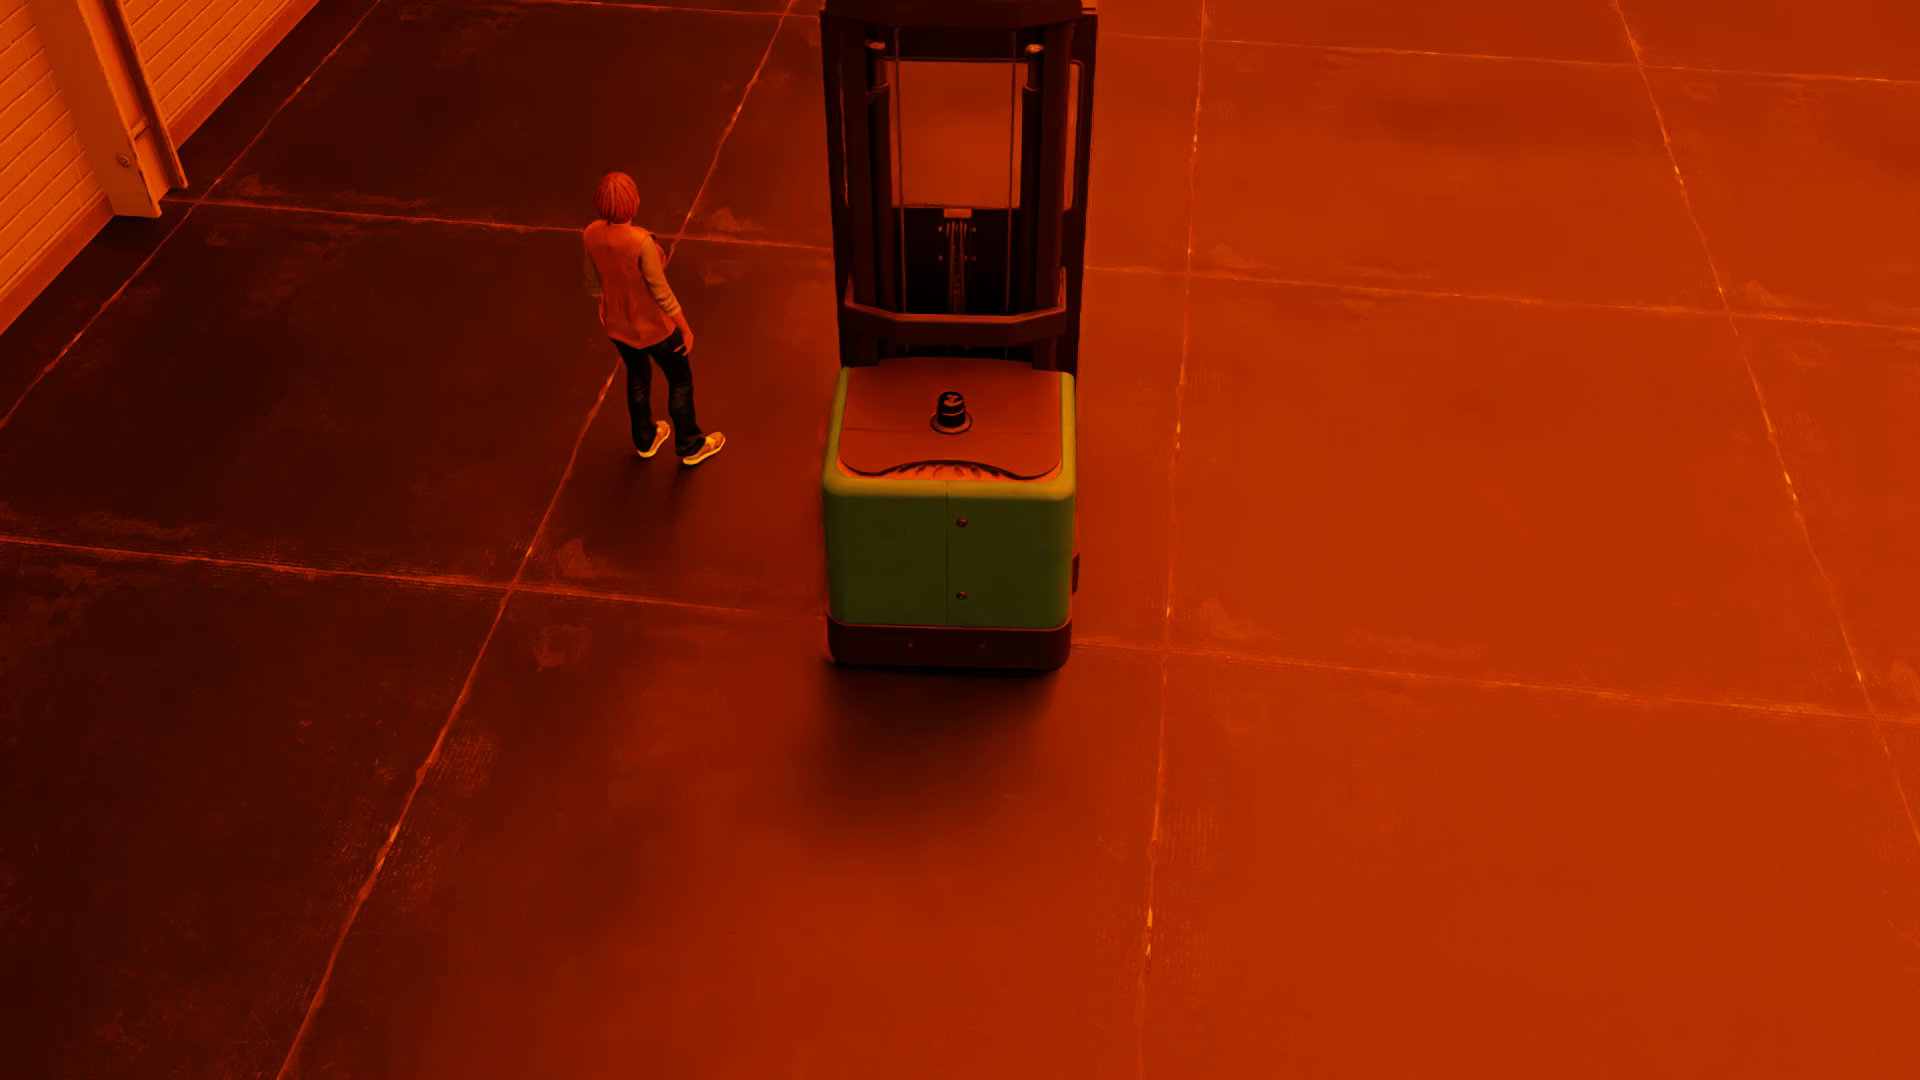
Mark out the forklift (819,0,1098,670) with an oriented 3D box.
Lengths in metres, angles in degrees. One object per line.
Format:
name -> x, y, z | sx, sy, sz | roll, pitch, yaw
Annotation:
forklift -> 0.005, -1.501, 7.358 | 1.130, 2.935, 3.031 | 1, 43, 2

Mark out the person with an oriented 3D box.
person -> -1.473, -1.036, 7.838 | 0.530, 1.600, 0.401 | 18, 45, 18
